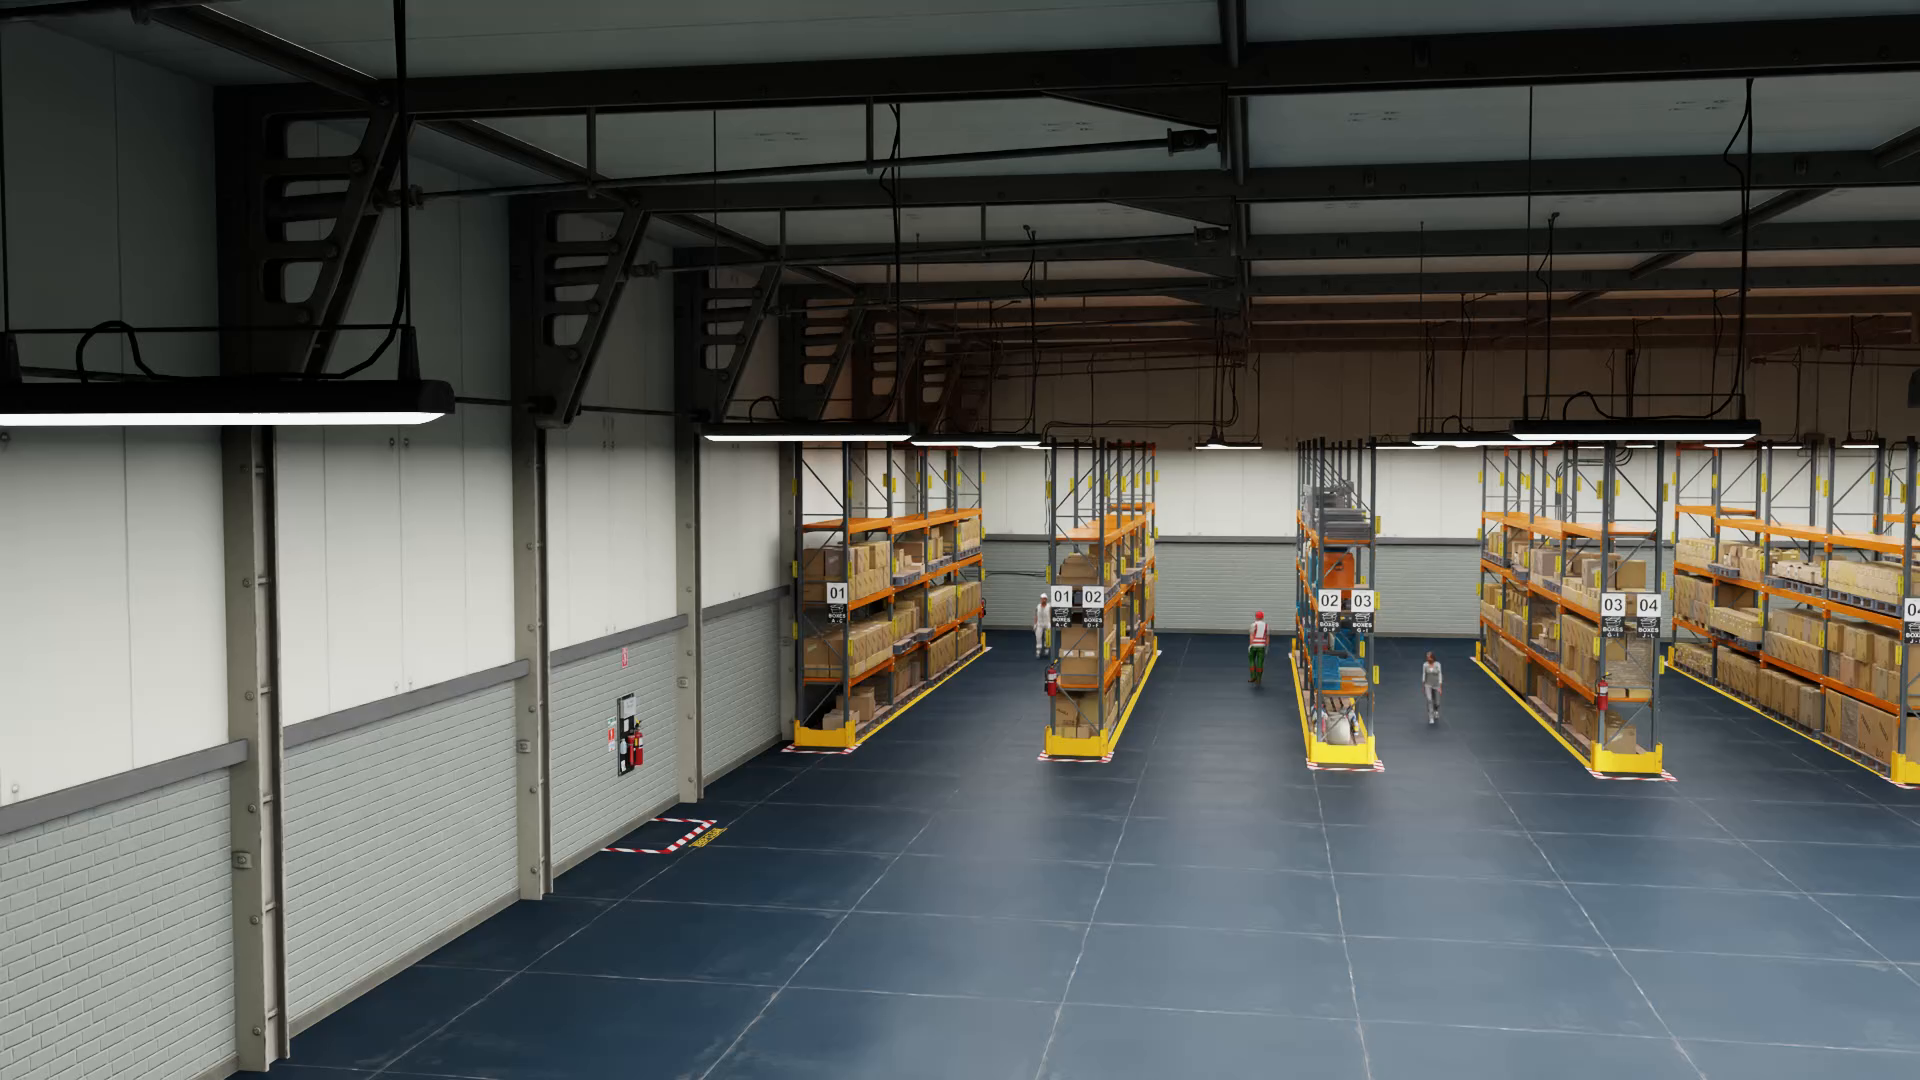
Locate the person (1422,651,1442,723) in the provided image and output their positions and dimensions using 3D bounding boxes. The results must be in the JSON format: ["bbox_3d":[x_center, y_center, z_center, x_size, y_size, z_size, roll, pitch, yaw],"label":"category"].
[{"bbox_3d":[10.017,3.102,35.268,0.406,1.487,0.911,1,3,15],"label":"person"}]

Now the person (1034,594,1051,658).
[{"bbox_3d":[2.320,2.381,46.246,0.561,1.716,1.050,0,3,5],"label":"person"}]

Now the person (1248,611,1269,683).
[{"bbox_3d":[7.401,2.671,41.175,0.525,1.826,0.548,0,3,6],"label":"person"}]
